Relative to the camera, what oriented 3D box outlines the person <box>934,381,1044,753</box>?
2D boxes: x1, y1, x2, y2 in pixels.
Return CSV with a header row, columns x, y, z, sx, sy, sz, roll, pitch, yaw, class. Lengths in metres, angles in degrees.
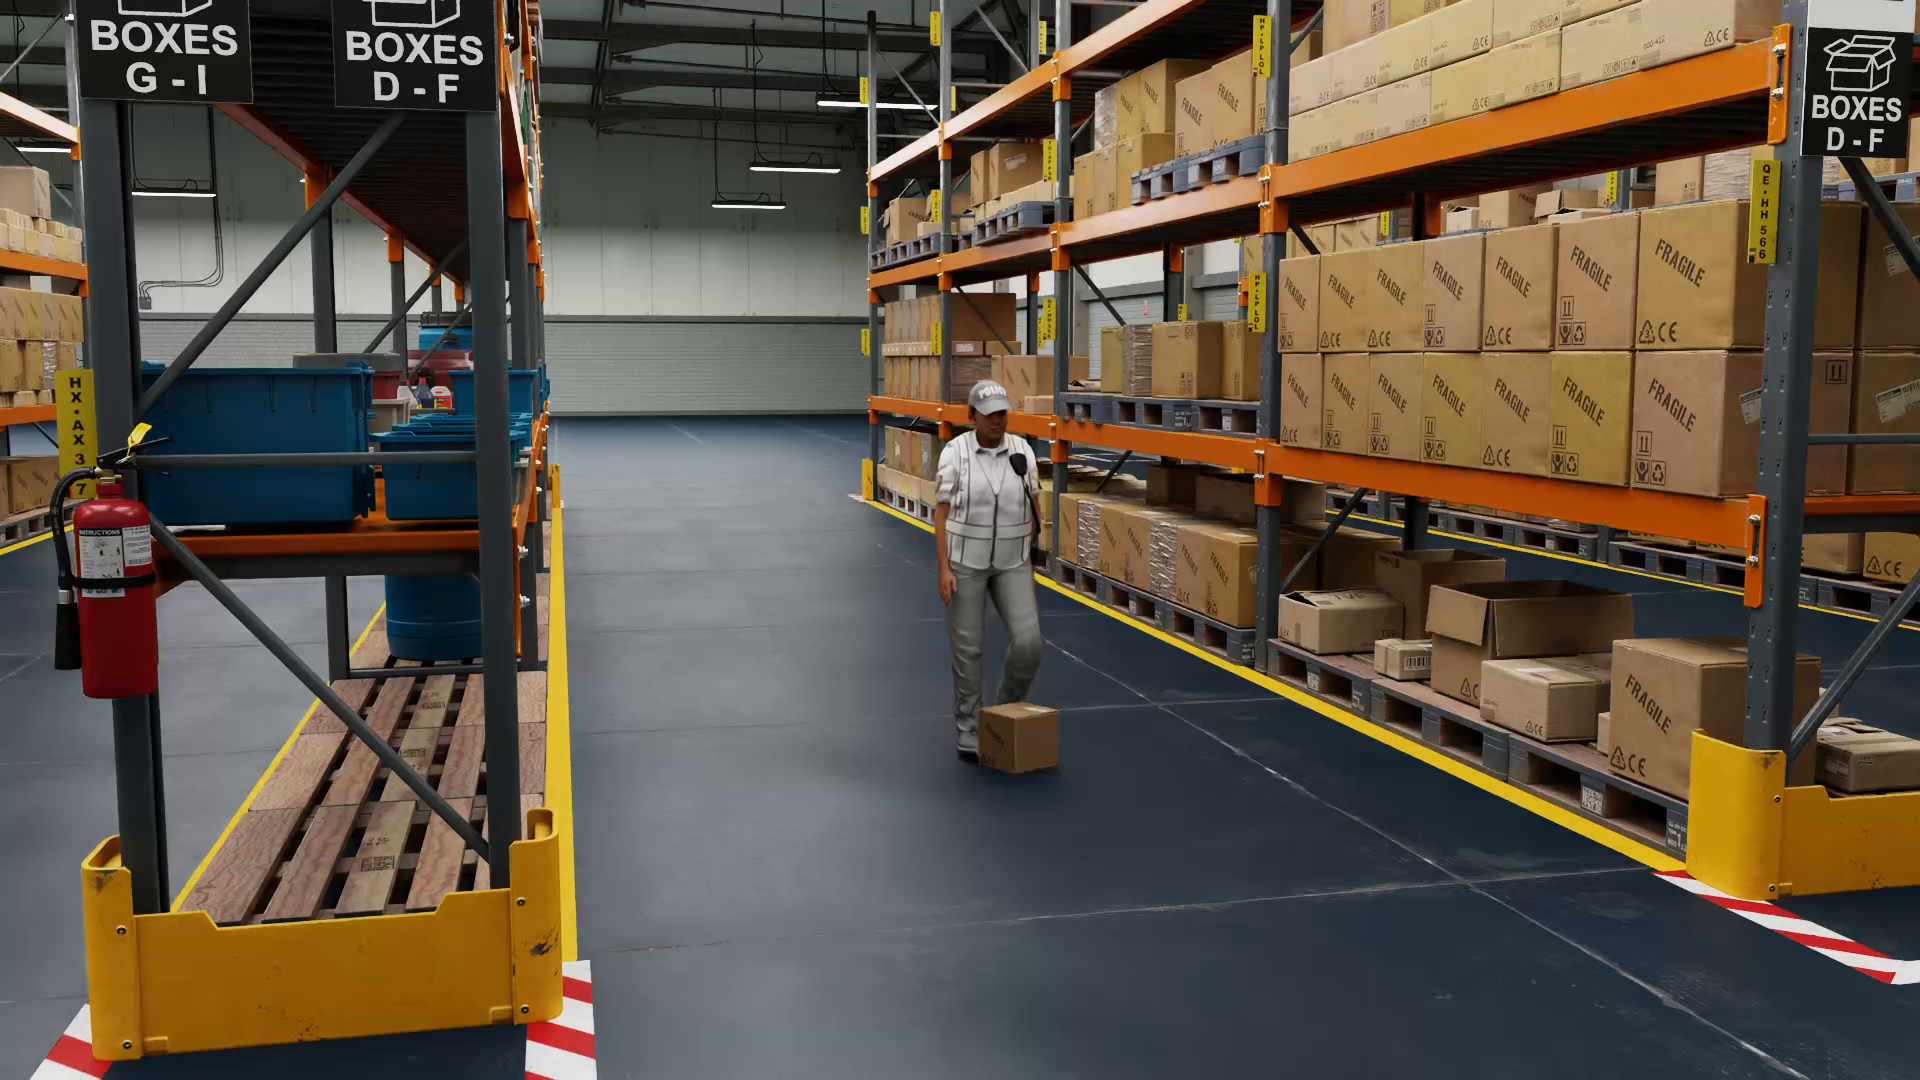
x,y,z,sx,sy,sz,roll,pitch,yaw,class
0.129,0.142,7.370,0.493,1.690,0.449,-1,6,-9,person
